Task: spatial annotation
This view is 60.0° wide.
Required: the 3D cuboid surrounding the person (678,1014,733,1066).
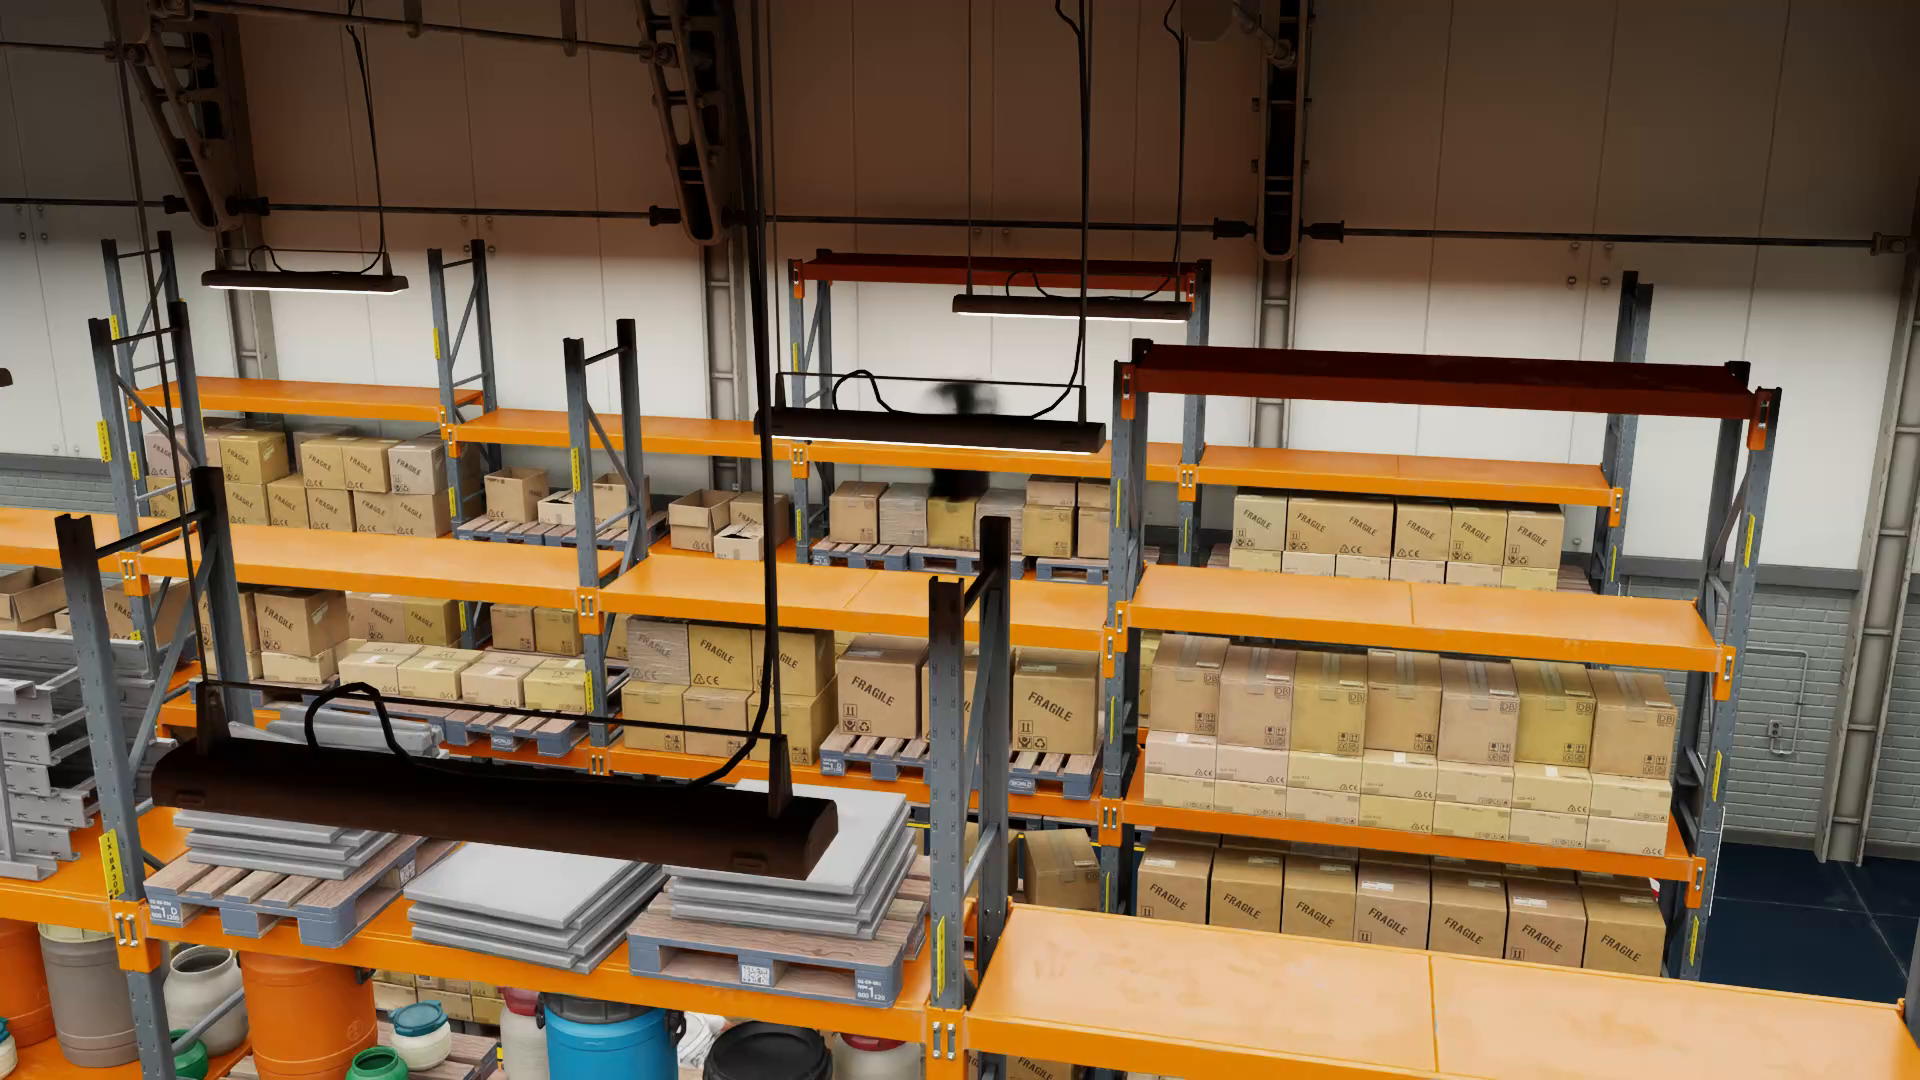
[{"bbox_3d":[-1.729,3.961,11.887,1.036,1.436,0.657,4,17,14],"label":"person"}]
